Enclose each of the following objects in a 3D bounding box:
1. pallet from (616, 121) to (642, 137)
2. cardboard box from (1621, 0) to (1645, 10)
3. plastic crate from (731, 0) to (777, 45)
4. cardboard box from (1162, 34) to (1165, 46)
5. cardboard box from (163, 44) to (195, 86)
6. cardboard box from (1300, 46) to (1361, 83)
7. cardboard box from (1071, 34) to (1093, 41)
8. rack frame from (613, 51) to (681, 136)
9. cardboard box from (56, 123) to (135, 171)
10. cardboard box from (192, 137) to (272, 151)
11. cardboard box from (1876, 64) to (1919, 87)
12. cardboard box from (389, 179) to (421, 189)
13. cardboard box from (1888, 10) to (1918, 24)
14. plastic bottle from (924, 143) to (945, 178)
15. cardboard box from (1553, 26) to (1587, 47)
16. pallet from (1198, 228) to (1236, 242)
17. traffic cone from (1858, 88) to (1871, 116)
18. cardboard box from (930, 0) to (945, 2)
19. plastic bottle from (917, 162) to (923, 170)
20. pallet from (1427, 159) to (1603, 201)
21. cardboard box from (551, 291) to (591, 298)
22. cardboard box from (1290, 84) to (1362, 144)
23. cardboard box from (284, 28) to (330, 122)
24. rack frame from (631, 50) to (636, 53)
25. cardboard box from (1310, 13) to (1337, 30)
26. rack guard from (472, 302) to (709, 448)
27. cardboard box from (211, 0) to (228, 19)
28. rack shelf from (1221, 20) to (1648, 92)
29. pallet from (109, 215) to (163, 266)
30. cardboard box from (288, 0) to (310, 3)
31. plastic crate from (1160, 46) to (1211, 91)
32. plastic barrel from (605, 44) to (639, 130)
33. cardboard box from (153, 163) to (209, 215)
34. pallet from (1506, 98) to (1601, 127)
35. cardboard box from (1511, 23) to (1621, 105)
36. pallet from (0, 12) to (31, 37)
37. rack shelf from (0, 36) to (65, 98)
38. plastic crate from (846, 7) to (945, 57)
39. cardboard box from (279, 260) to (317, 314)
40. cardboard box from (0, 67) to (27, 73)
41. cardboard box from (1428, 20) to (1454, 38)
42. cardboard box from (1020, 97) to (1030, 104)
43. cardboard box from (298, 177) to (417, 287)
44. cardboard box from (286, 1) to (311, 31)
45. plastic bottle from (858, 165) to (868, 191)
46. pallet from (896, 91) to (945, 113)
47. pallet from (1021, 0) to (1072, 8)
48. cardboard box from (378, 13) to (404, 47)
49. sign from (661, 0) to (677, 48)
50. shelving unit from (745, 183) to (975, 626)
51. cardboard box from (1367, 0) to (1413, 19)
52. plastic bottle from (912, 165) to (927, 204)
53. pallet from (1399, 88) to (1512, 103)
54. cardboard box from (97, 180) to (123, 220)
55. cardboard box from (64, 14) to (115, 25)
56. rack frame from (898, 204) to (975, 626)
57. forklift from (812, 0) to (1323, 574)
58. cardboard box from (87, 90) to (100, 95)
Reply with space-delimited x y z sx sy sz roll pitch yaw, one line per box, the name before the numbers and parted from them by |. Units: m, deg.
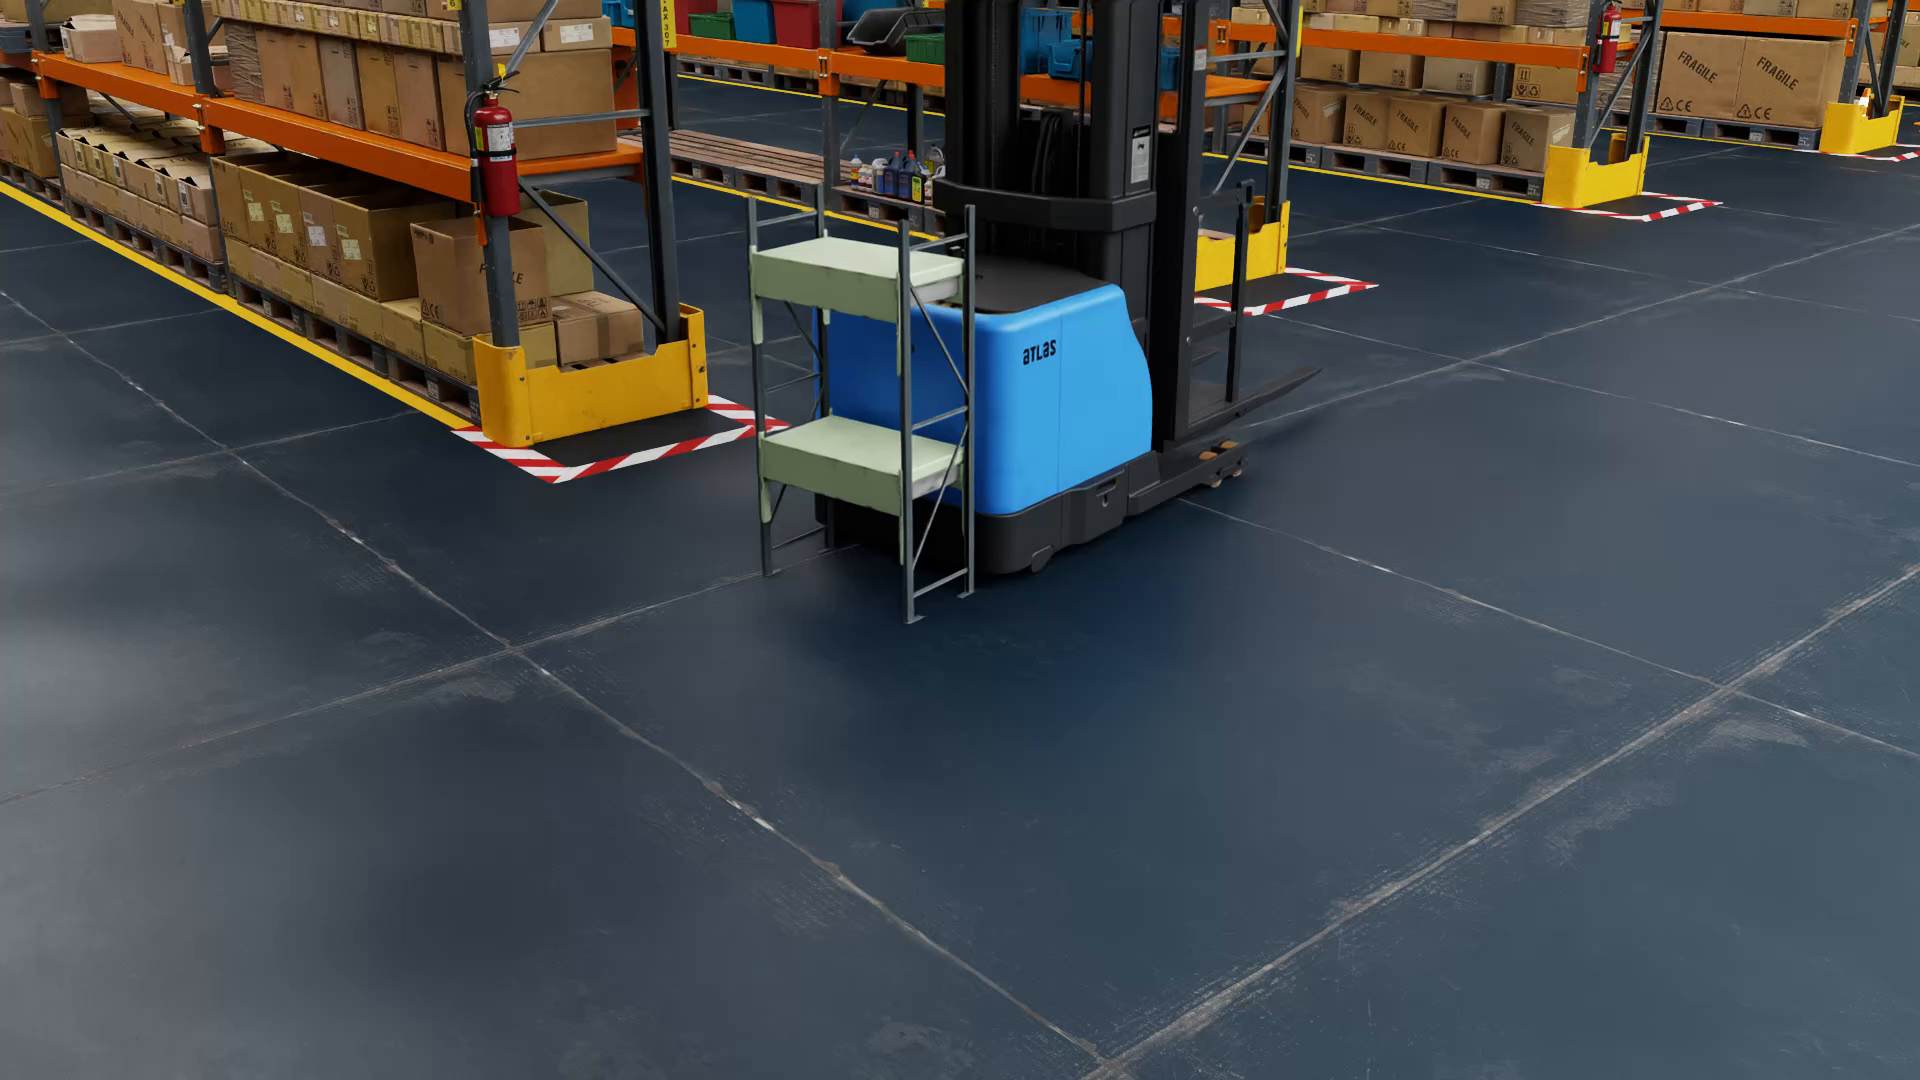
pallet | -3.892 -4.329 17.746 1.003 0.211 1.213 -17 27 -37
cardboard box | 7.730 -6.293 18.732 0.875 0.550 0.550 -17 27 -37
plastic crate | -1.691 -4.537 14.477 0.392 0.384 0.575 -17 27 -37
cardboard box | 2.909 -7.189 24.077 0.500 0.500 0.500 -19 28 -40
cardboard box | -5.203 -3.272 11.410 0.396 0.266 0.258 -18 28 -39
cardboard box | 5.132 -6.469 21.895 1.050 0.750 0.750 -17 27 -37
cardboard box | 1.220 -5.666 19.133 0.500 0.250 0.500 -14 25 -32
rack frame | -3.346 -5.419 16.707 1.000 3.000 0.127 -17 27 -37
cardboard box | -6.982 -3.203 13.473 0.500 0.311 0.500 -16 27 -36
cardboard box | -5.575 -2.910 12.726 0.500 0.311 0.500 -17 27 -36
cardboard box | 12.072 -5.966 21.299 0.500 0.250 0.500 -17 27 -37
cardboard box | -3.038 -1.911 9.917 0.500 0.500 0.500 -17 27 -37
cardboard box | 11.963 -6.628 21.071 0.380 0.149 0.250 -17 27 -37
plastic bottle | -0.205 -3.142 13.921 0.144 0.351 0.185 -17 27 -37
cardboard box | 5.286 -4.300 14.195 0.380 0.149 0.250 -17 27 -37
pallet | 1.265 -2.146 12.173 1.003 0.211 1.213 -17 27 -37
traffic cone | 10.181 -4.844 18.717 0.336 0.463 0.334 -17 27 -37
cardboard box | -0.104 -6.722 19.896 0.500 0.500 0.500 -16 27 -36
plastic bottle | -0.336 -2.915 13.452 0.097 0.271 0.097 0 21 0
pallet | 5.075 -3.343 15.230 1.003 0.211 1.213 -17 27 -37
cardboard box | -2.390 -1.284 9.344 0.500 0.250 0.500 -17 27 -37
cardboard box | 3.628 -4.248 16.569 0.500 0.500 0.500 -9 23 -21
cardboard box | -3.522 -2.777 9.825 0.700 0.500 0.500 -17 27 -37
rack frame | -4.816 -8.808 25.360 1.000 3.000 0.127 -17 27 -37
cardboard box | 3.570 -4.965 15.891 0.380 0.149 0.250 -17 27 -37
rack guard | -1.863 -0.860 8.494 1.175 0.500 0.348 -17 27 -37
cardboard box | -4.461 -3.364 10.433 0.380 0.149 0.250 -18 27 -38
rack shelf | 4.323 -4.605 15.616 1.077 0.370 4.000 -17 27 -37
pallet | -5.801 -2.369 12.743 1.003 0.211 1.213 -17 27 -37
cardboard box | -3.538 -3.387 9.604 0.700 0.500 0.500 -17 27 -37
plastic crate | 1.323 -3.207 11.262 0.499 0.251 0.616 -17 27 -37
plastic barrel | -3.678 -4.735 17.361 0.600 0.830 0.708 -17 27 -37
cardboard box | -5.316 -2.498 11.674 0.500 0.311 0.500 -17 27 -36
pallet | 7.278 -5.119 19.763 1.003 0.211 1.213 -17 27 -37
cardboard box | 7.198 -5.662 19.663 0.875 0.875 0.875 -17 27 -37
pallet | -8.374 -4.688 15.103 1.003 0.211 1.213 -17 27 -37
rack shelf | -8.406 -4.458 15.241 1.077 0.370 4.000 -17 27 -37
plastic crate | -0.490 -4.110 13.450 0.767 0.338 0.504 -17 27 -37
cardboard box | -3.772 -1.572 10.079 0.500 0.250 0.500 -17 27 -37
cardboard box | -8.928 -4.268 15.564 0.500 0.250 0.500 -17 27 -37
cardboard box | 4.458 -4.642 15.067 0.380 0.149 0.250 -17 27 -37
cardboard box | 0.859 -5.459 19.632 0.700 0.500 0.500 -19 28 -40
cardboard box | -3.444 -1.784 9.591 0.500 0.500 0.500 -17 27 -37
cardboard box | -3.617 -3.009 9.527 0.380 0.149 0.250 -18 28 -39
plastic bottle | -0.793 -2.995 13.752 0.097 0.201 0.097 0 21 0
pallet | -0.051 -5.535 20.827 1.003 0.211 1.213 -17 27 -37
pallet | 0.952 -6.337 19.314 1.213 0.211 1.003 -17 27 -37
cardboard box | -2.774 -2.652 8.616 0.380 0.149 0.250 -17 27 -37
sign | -1.455 -2.601 8.216 0.100 0.325 0.005 -17 27 -37
shelving unit | -0.366 -0.522 6.261 0.755 1.500 0.431 16 27 35
cardboard box | 4.262 -5.130 15.424 0.875 0.500 0.500 -17 27 -37
plastic bottle | -0.323 -2.824 13.204 0.061 0.283 0.133 -16 26 -35
pallet | 6.280 -5.543 20.846 1.003 0.211 1.213 -17 27 -37
cardboard box | -6.309 -2.661 12.858 0.500 0.250 0.500 -18 28 -39
cardboard box | -6.897 -4.088 13.432 0.500 0.311 0.500 -15 26 -34
rack frame | -0.078 -0.440 6.050 0.023 1.500 0.400 16 27 35
forklift | 0.695 -1.702 7.309 1.130 2.935 3.031 16 27 35
cardboard box | -8.529 -4.042 16.014 0.500 0.500 0.500 -17 27 -37
